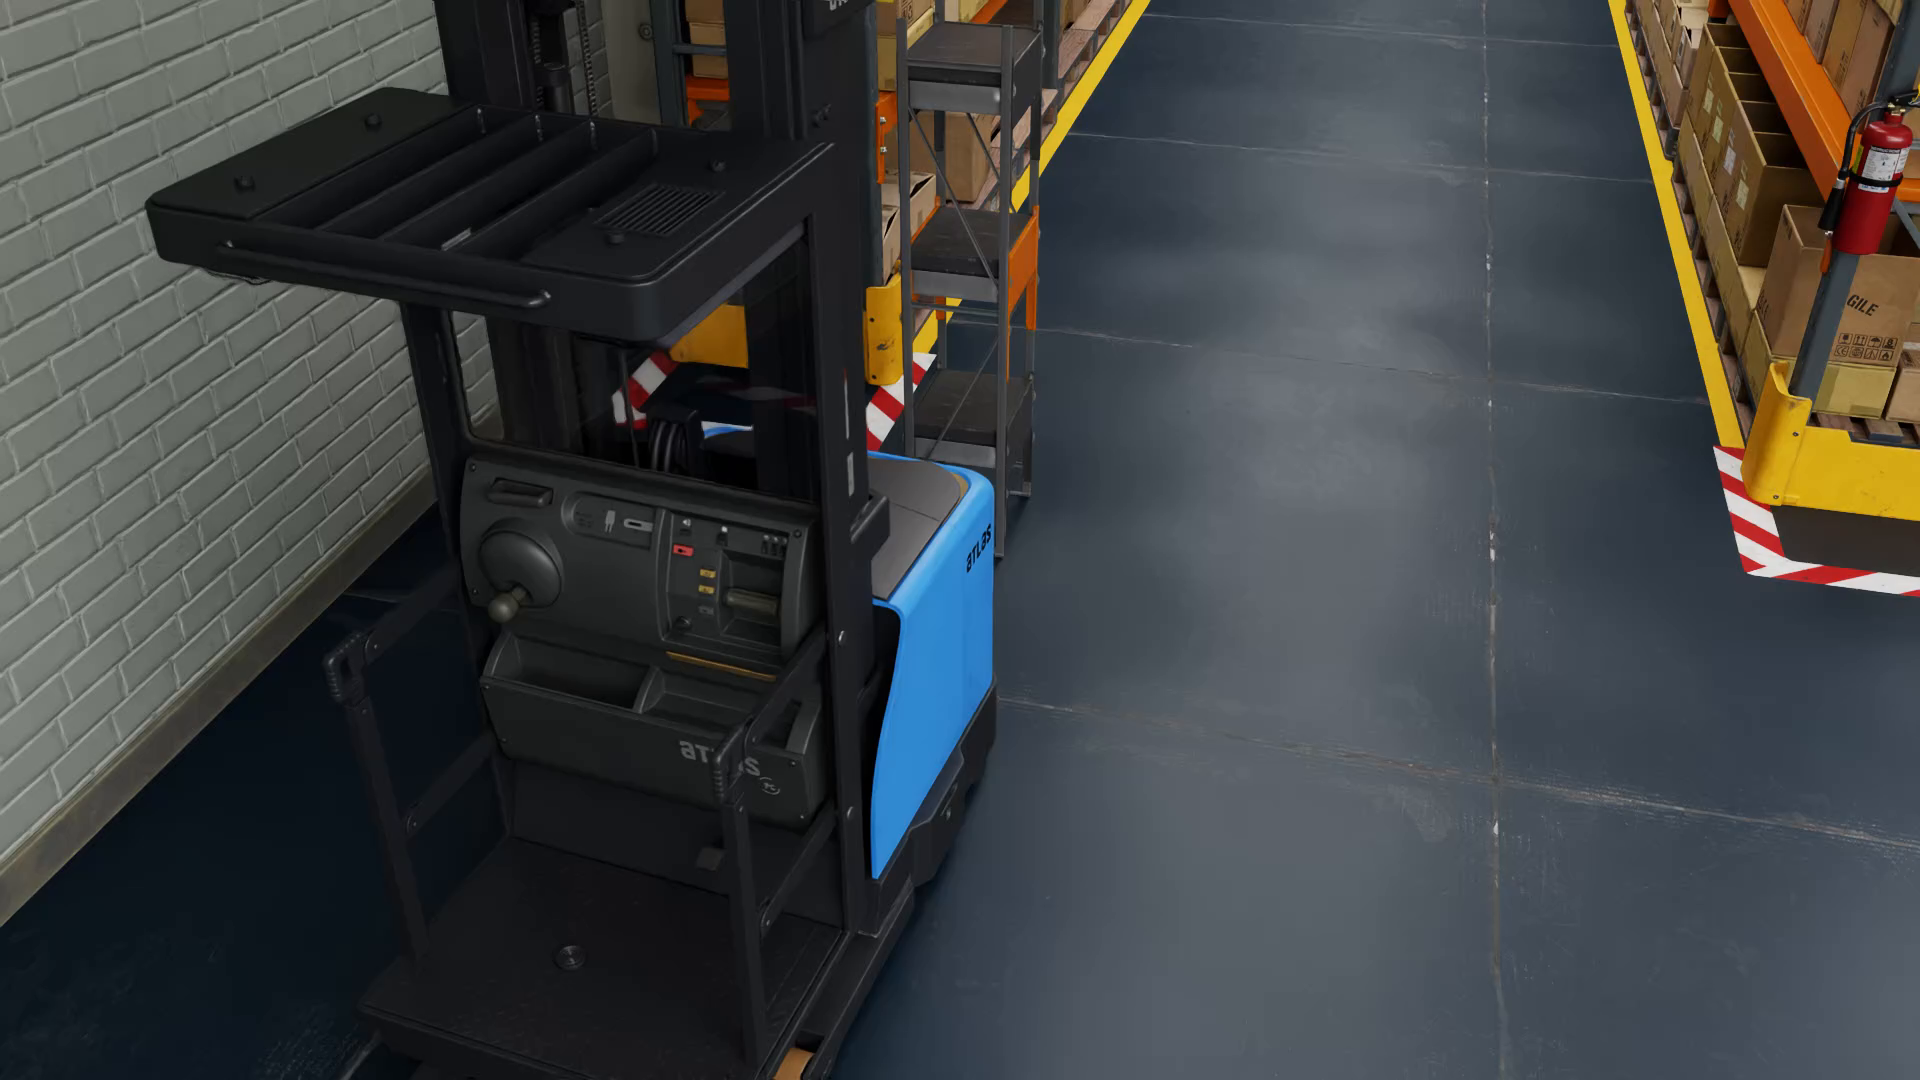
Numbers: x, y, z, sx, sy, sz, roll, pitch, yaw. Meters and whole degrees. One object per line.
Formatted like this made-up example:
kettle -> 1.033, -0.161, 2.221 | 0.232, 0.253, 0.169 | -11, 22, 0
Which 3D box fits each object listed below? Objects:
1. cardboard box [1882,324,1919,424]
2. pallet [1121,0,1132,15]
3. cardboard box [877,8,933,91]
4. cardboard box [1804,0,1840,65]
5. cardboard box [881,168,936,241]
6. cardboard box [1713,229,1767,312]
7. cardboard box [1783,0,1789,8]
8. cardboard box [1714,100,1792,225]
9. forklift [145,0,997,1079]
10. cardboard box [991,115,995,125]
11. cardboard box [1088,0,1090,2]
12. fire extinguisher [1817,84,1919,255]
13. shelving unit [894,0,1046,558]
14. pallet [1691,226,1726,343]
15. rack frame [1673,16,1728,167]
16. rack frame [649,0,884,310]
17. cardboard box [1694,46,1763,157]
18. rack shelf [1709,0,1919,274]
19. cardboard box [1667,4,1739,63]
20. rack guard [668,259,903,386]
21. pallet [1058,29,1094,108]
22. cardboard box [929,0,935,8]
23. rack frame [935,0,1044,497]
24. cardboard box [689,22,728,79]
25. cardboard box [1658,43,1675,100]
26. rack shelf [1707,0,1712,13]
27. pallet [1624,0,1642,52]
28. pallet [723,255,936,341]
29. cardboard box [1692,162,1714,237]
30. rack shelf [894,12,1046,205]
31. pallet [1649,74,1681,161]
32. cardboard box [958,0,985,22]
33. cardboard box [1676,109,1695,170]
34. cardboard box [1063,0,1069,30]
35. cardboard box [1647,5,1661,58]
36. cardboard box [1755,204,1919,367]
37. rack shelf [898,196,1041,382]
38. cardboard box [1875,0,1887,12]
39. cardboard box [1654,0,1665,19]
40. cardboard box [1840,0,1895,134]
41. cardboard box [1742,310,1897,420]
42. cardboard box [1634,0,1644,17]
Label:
cardboard box -> 4.289, -0.713, 7.248 | 0.500, 0.250, 0.500 | 8, 33, 12
pallet -> 0.976, -4.690, 13.931 | 1.003, 0.211, 1.213 | 8, 33, 12
cardboard box -> -0.424, -2.276, 7.656 | 0.500, 0.250, 0.500 | 7, 33, 11
cardboard box -> 4.459, -2.535, 7.848 | 0.700, 0.500, 0.500 | 9, 34, 14
cardboard box -> -0.448, -1.815, 8.905 | 0.500, 0.311, 0.500 | 11, 34, 16
cardboard box -> 4.028, -1.305, 8.178 | 0.500, 0.250, 0.500 | 8, 33, 12
cardboard box -> 4.719, -3.061, 8.675 | 0.700, 0.500, 0.500 | 8, 33, 12
cardboard box -> 4.154, -1.881, 8.385 | 0.500, 0.500, 0.500 | 8, 33, 12
forklift -> -0.869, 0.112, 3.842 | 1.130, 2.935, 3.031 | 11, 34, 17
cardboard box -> -0.064, -2.783, 10.252 | 0.500, 0.500, 0.500 | 6, 33, 9
cardboard box -> 0.701, -4.509, 12.967 | 0.700, 0.500, 0.500 | 8, 33, 12
fire extinguisher -> 3.458, -1.418, 6.256 | 0.296, 0.674, 0.183 | 8, 33, 12
shelving unit -> 0.042, -0.972, 6.322 | 0.431, 2.100, 0.503 | 8, 33, 12
pallet -> 4.403, -1.305, 8.607 | 1.003, 0.211, 1.213 | 8, 33, 12
rack frame -> 4.953, -3.524, 9.498 | 1.000, 3.000, 0.127 | 8, 33, 12
rack frame -> -0.855, -2.121, 7.290 | 1.000, 3.000, 0.127 | 8, 33, 12
cardboard box -> 4.413, -2.399, 9.200 | 0.500, 0.500, 0.500 | 8, 33, 12
rack shelf -> 4.445, -2.183, 8.058 | 1.077, 0.370, 4.000 | 8, 33, 12
cardboard box -> 4.904, -3.298, 10.790 | 0.500, 0.311, 0.500 | 9, 34, 14
rack guard -> -0.836, -1.106, 8.023 | 1.175, 0.500, 0.348 | 8, 33, 12
pallet -> 0.356, -3.424, 11.940 | 1.003, 0.211, 1.213 | 8, 33, 12
cardboard box -> -0.308, -2.845, 7.851 | 0.500, 0.500, 0.500 | 8, 33, 13
rack frame -> 0.104, -1.099, 6.521 | 0.400, 2.100, 0.015 | 8, 33, 12
cardboard box -> -0.924, -2.335, 7.748 | 0.500, 0.250, 0.500 | 8, 33, 13
cardboard box -> 4.908, -3.058, 10.936 | 0.500, 0.250, 0.500 | 8, 33, 12
rack shelf -> 5.460, -4.259, 11.323 | 1.077, 0.370, 4.000 | 8, 33, 12
pallet -> 5.721, -4.001, 12.847 | 1.003, 0.211, 1.213 | 8, 33, 12
pallet -> -0.595, -1.400, 8.756 | 1.003, 0.211, 1.213 | 8, 33, 12
cardboard box -> 4.278, -1.824, 8.995 | 0.500, 0.250, 0.500 | 8, 33, 12
rack shelf -> 0.042, -1.551, 5.954 | 0.431, 0.518, 0.480 | 8, 33, 12
pallet -> 5.102, -2.735, 10.856 | 1.003, 0.211, 1.213 | 8, 33, 12
cardboard box -> -0.171, -2.811, 8.497 | 0.500, 0.250, 0.500 | 8, 33, 12
cardboard box -> 4.542, -2.342, 9.809 | 0.500, 0.250, 0.500 | 8, 33, 12
cardboard box -> 0.414, -3.987, 12.145 | 0.700, 0.500, 0.500 | 7, 33, 11
cardboard box -> 5.168, -3.587, 11.769 | 0.500, 0.250, 0.500 | 9, 33, 13
cardboard box -> 3.786, -1.101, 7.158 | 0.500, 0.500, 0.500 | 8, 33, 12
rack shelf -> 0.042, -0.960, 6.329 | 0.431, 0.518, 0.480 | 8, 33, 12
cardboard box -> 3.980, -2.257, 6.807 | 0.380, 0.149, 0.250 | 8, 33, 12
cardboard box -> 5.164, -3.817, 11.607 | 0.500, 0.311, 0.500 | 8, 33, 12
cardboard box -> 4.197, -2.004, 7.014 | 0.700, 0.500, 0.500 | 9, 34, 14
cardboard box -> 3.788, -0.784, 7.359 | 0.500, 0.250, 0.500 | 8, 33, 12
cardboard box -> 5.424, -4.124, 12.613 | 0.500, 0.250, 0.500 | 7, 33, 11
